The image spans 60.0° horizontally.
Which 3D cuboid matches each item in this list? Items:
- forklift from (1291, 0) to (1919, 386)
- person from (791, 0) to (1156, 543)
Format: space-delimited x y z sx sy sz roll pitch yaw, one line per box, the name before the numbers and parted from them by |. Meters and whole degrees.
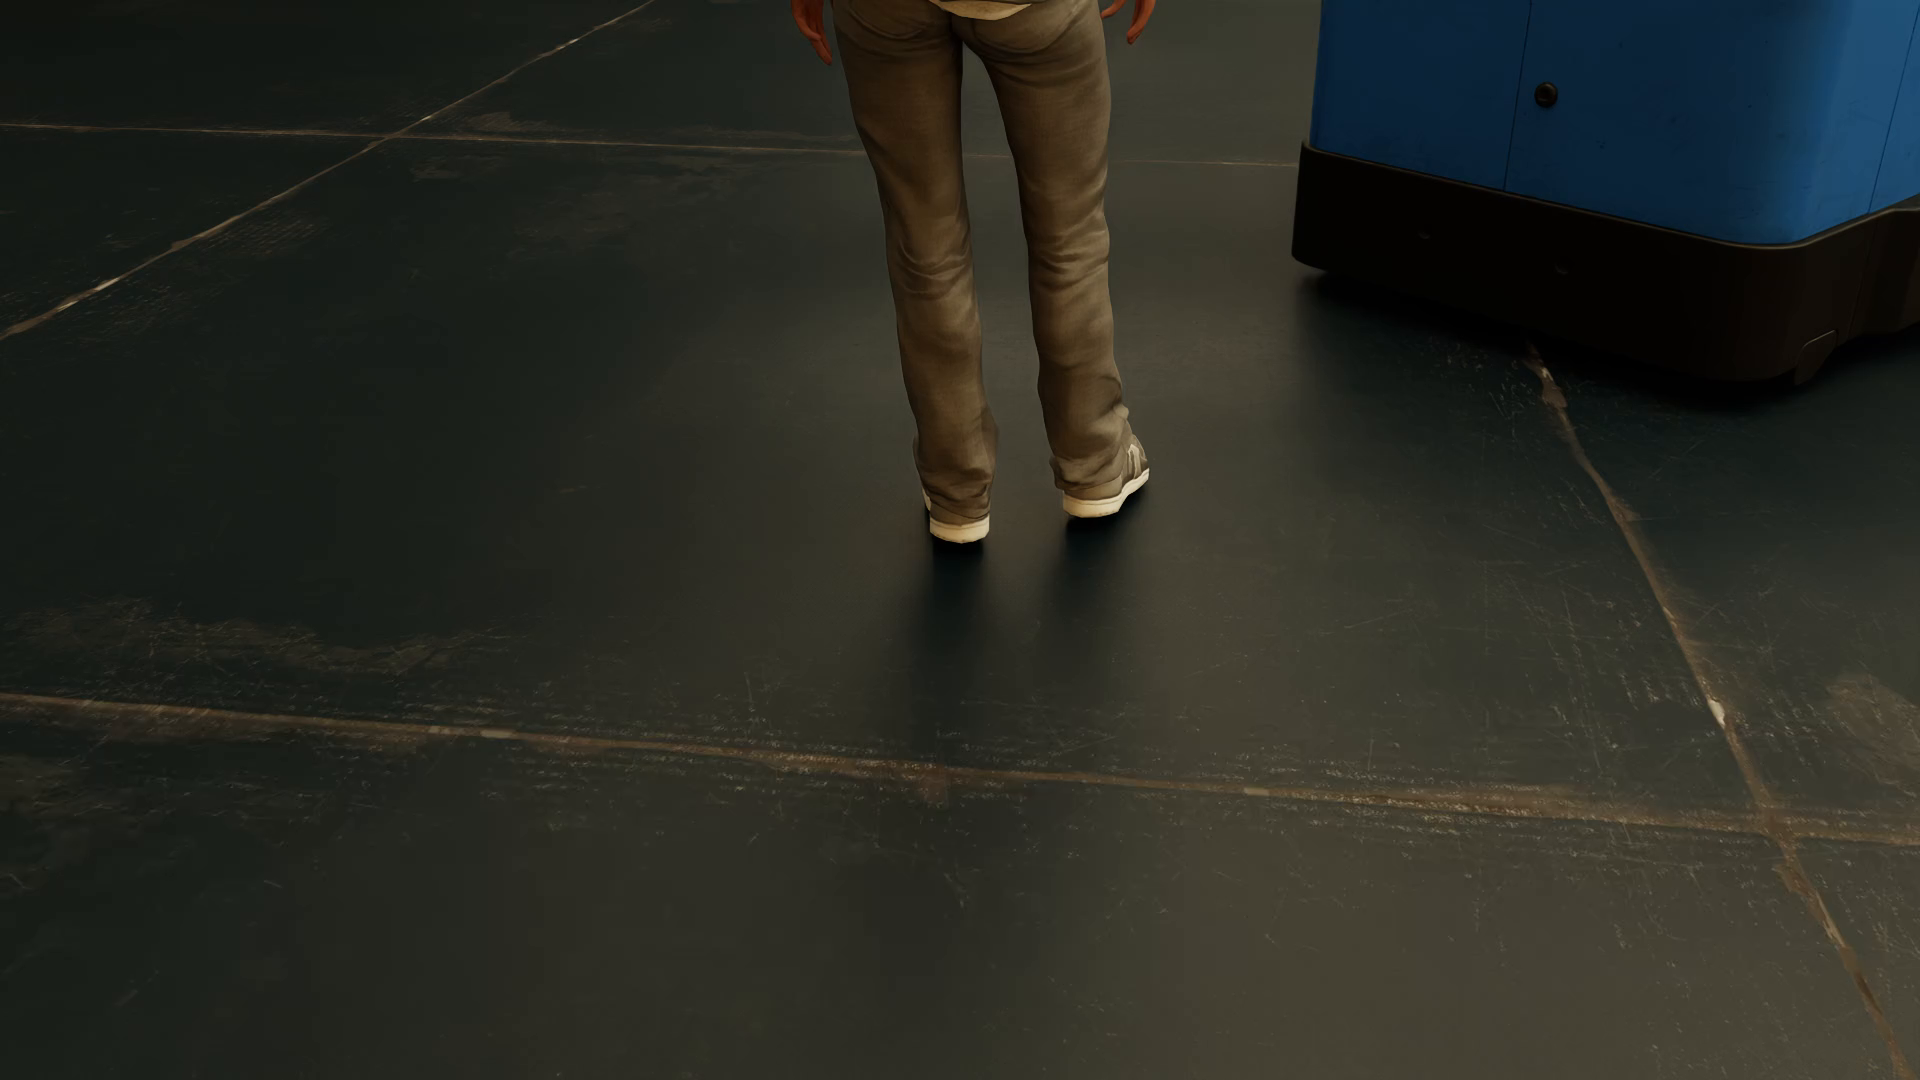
forklift | 2.158 -2.119 3.463 3.031 2.935 1.130 -21 33 -36
person | 0.024 -0.753 2.204 0.519 1.598 0.474 3 27 7
